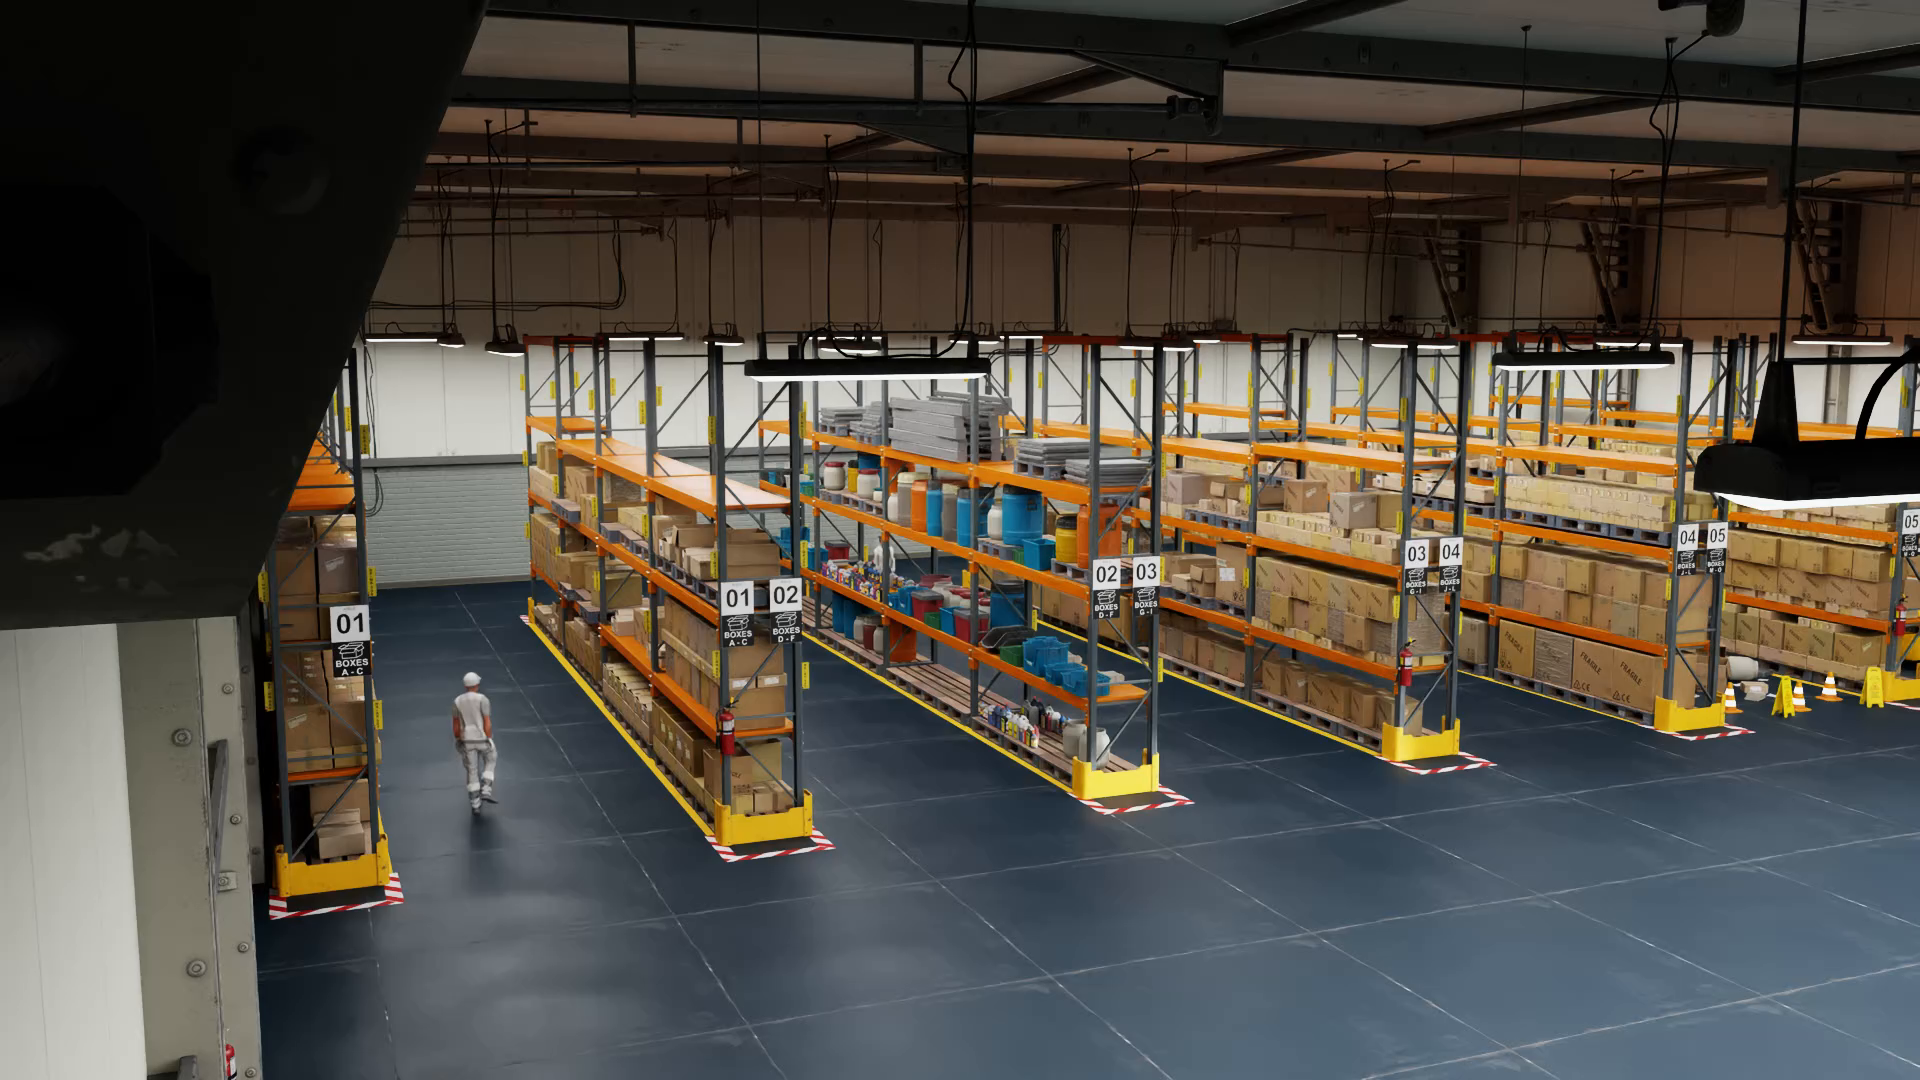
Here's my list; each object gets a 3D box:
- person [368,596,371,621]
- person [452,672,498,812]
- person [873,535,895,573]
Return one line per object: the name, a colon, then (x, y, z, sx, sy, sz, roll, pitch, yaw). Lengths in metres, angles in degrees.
person: (-12.563, 0.837, 34.569, 0.566, 1.777, 0.601, -3, 8, -23)
person: (-6.270, 2.590, 21.464, 0.546, 1.772, 0.495, -1, 8, -9)
person: (-1.686, 0.658, 36.487, 0.487, 1.634, 0.871, -4, 8, -25)
